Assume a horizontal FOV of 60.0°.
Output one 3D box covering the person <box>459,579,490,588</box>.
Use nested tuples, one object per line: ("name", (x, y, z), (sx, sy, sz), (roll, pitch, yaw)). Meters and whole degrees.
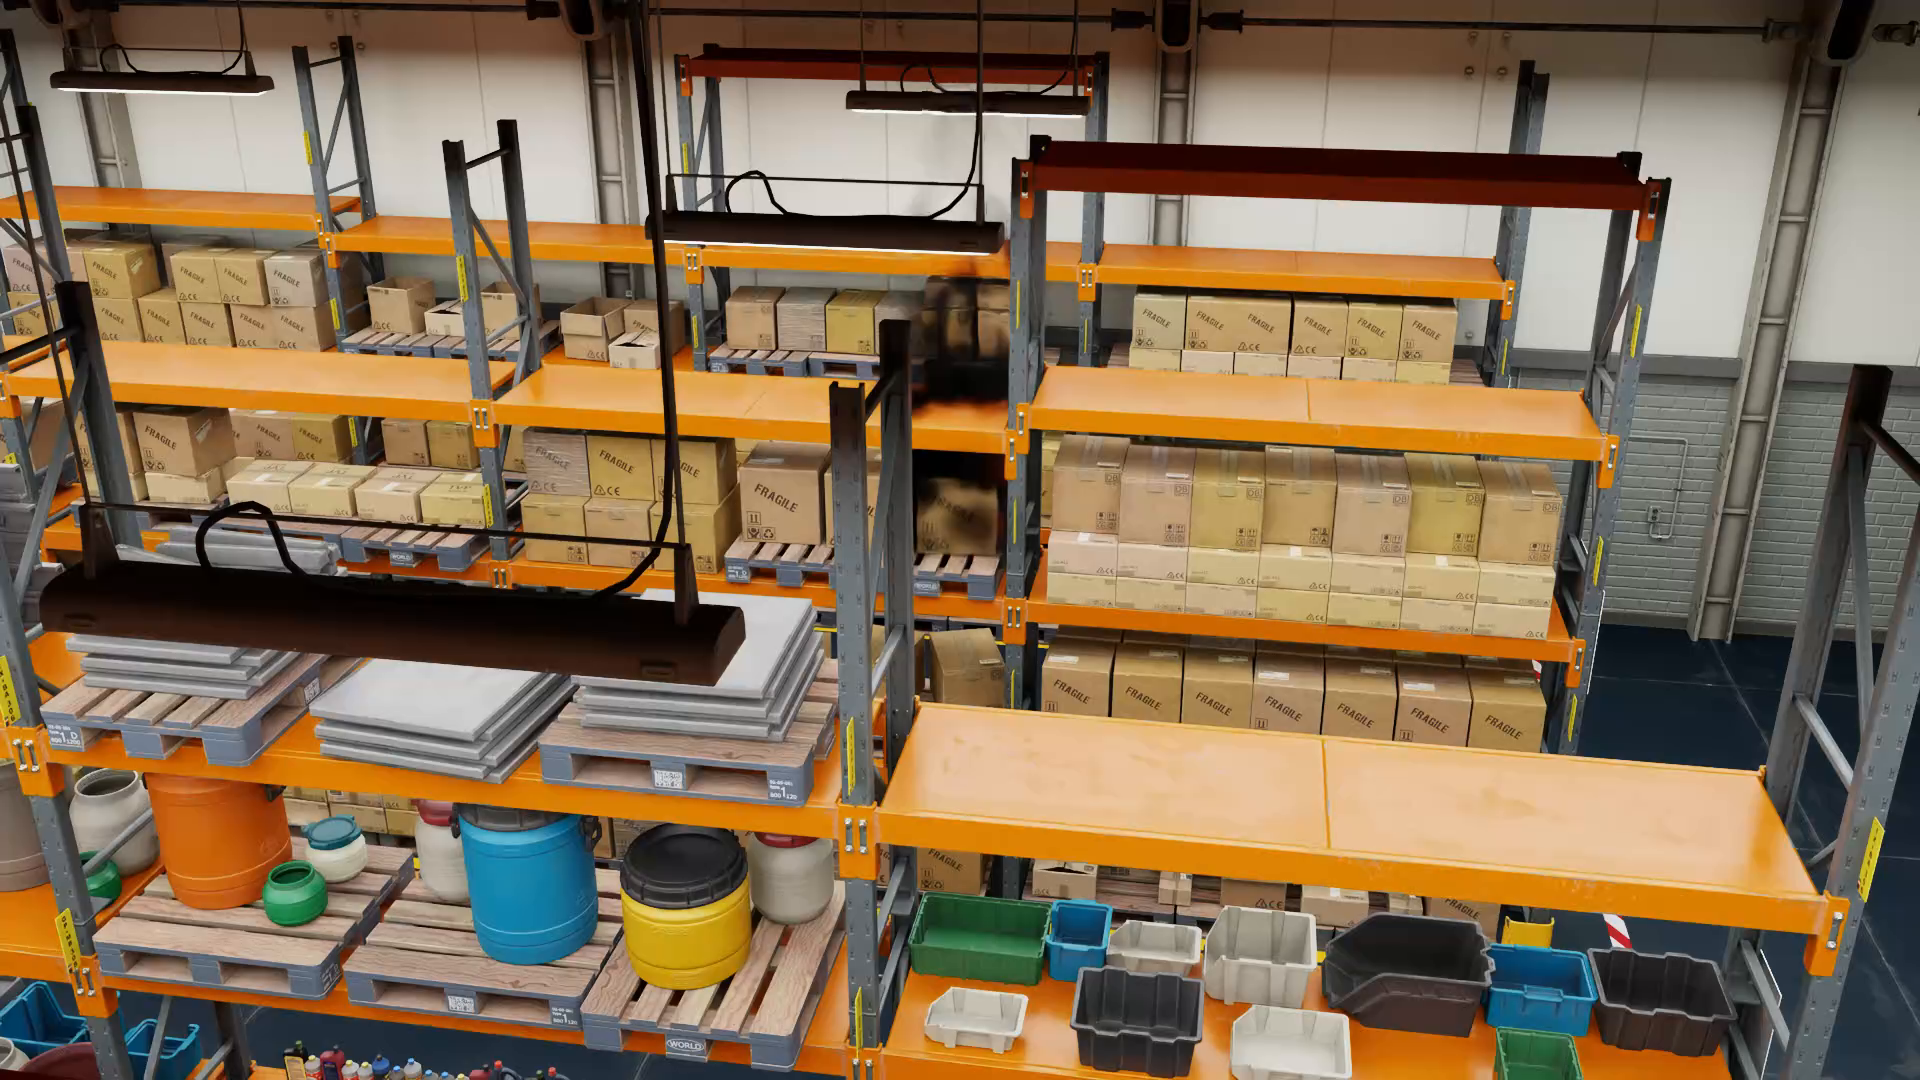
("person", (-4.508, 1.057, 15.797), (0.558, 1.615, 0.605), (4, 23, 9))
